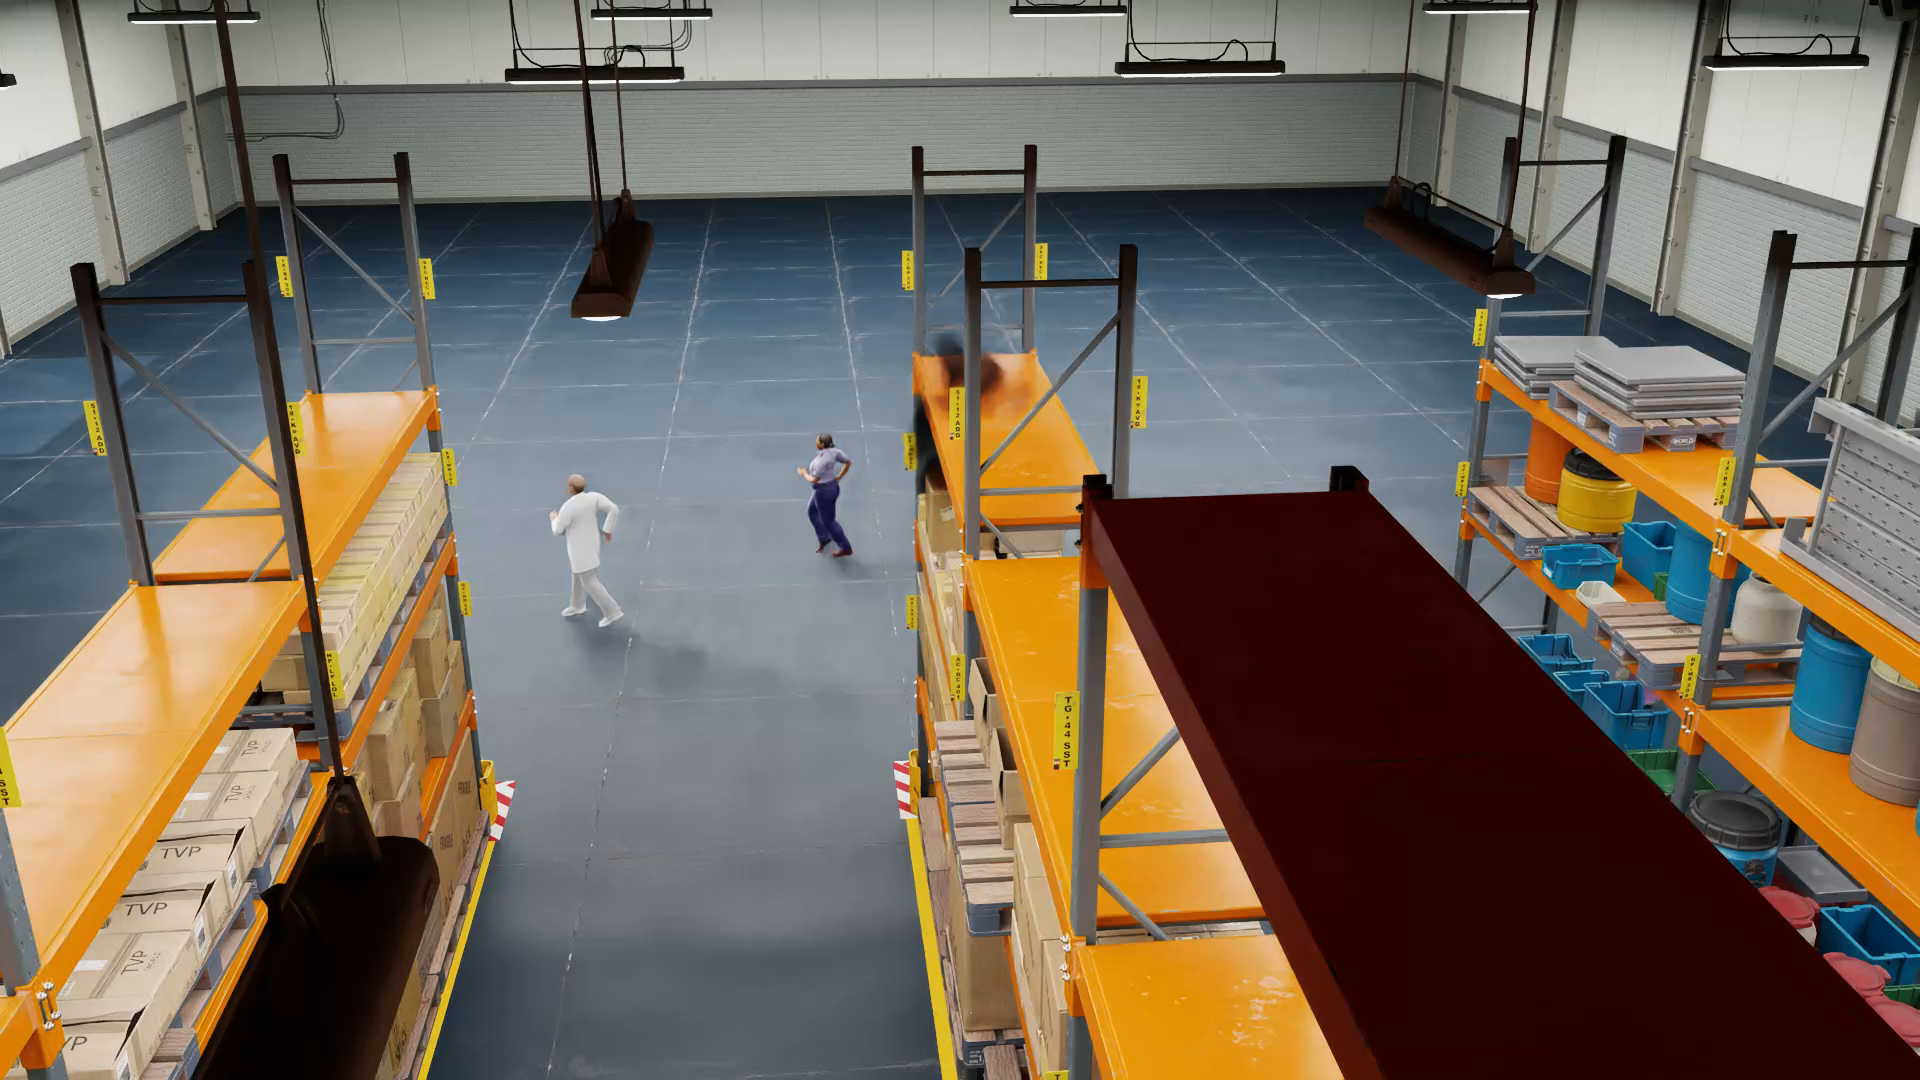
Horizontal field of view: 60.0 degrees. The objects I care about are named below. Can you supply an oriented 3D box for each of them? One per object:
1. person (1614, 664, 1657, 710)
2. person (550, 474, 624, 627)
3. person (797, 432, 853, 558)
[{"bbox_3d":[6.418,1.537,15.694,0.576,1.568,0.777,-8,23,-19],"label":"person"},{"bbox_3d":[-4.241,0.125,18.849,0.991,1.812,0.680,11,24,26],"label":"person"},{"bbox_3d":[-1.681,-0.543,20.830,0.718,1.685,0.574,5,22,12],"label":"person"}]
